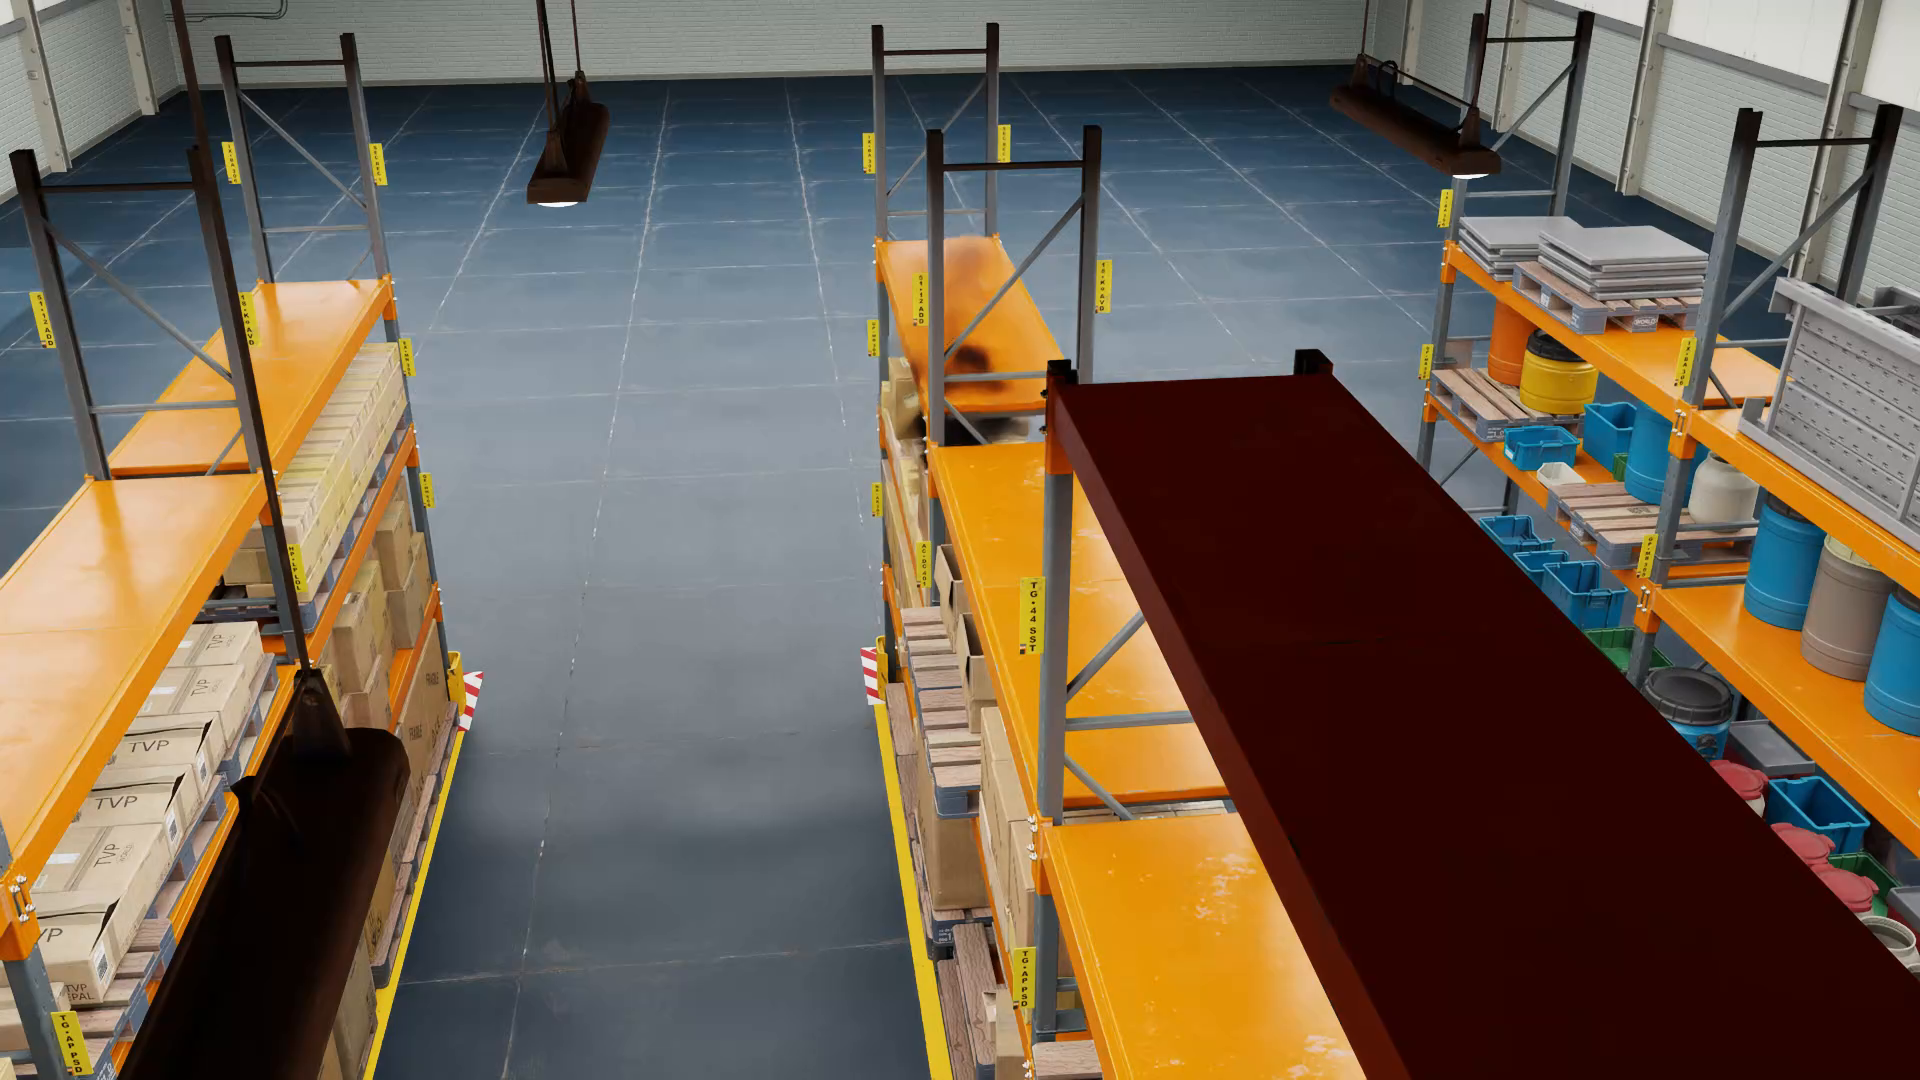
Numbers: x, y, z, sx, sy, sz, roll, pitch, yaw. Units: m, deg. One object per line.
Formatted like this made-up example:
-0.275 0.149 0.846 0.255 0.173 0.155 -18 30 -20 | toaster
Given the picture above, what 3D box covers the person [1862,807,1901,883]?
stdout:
6.863 2.014 12.300 0.661 1.708 0.677 -4 26 -8 | person
